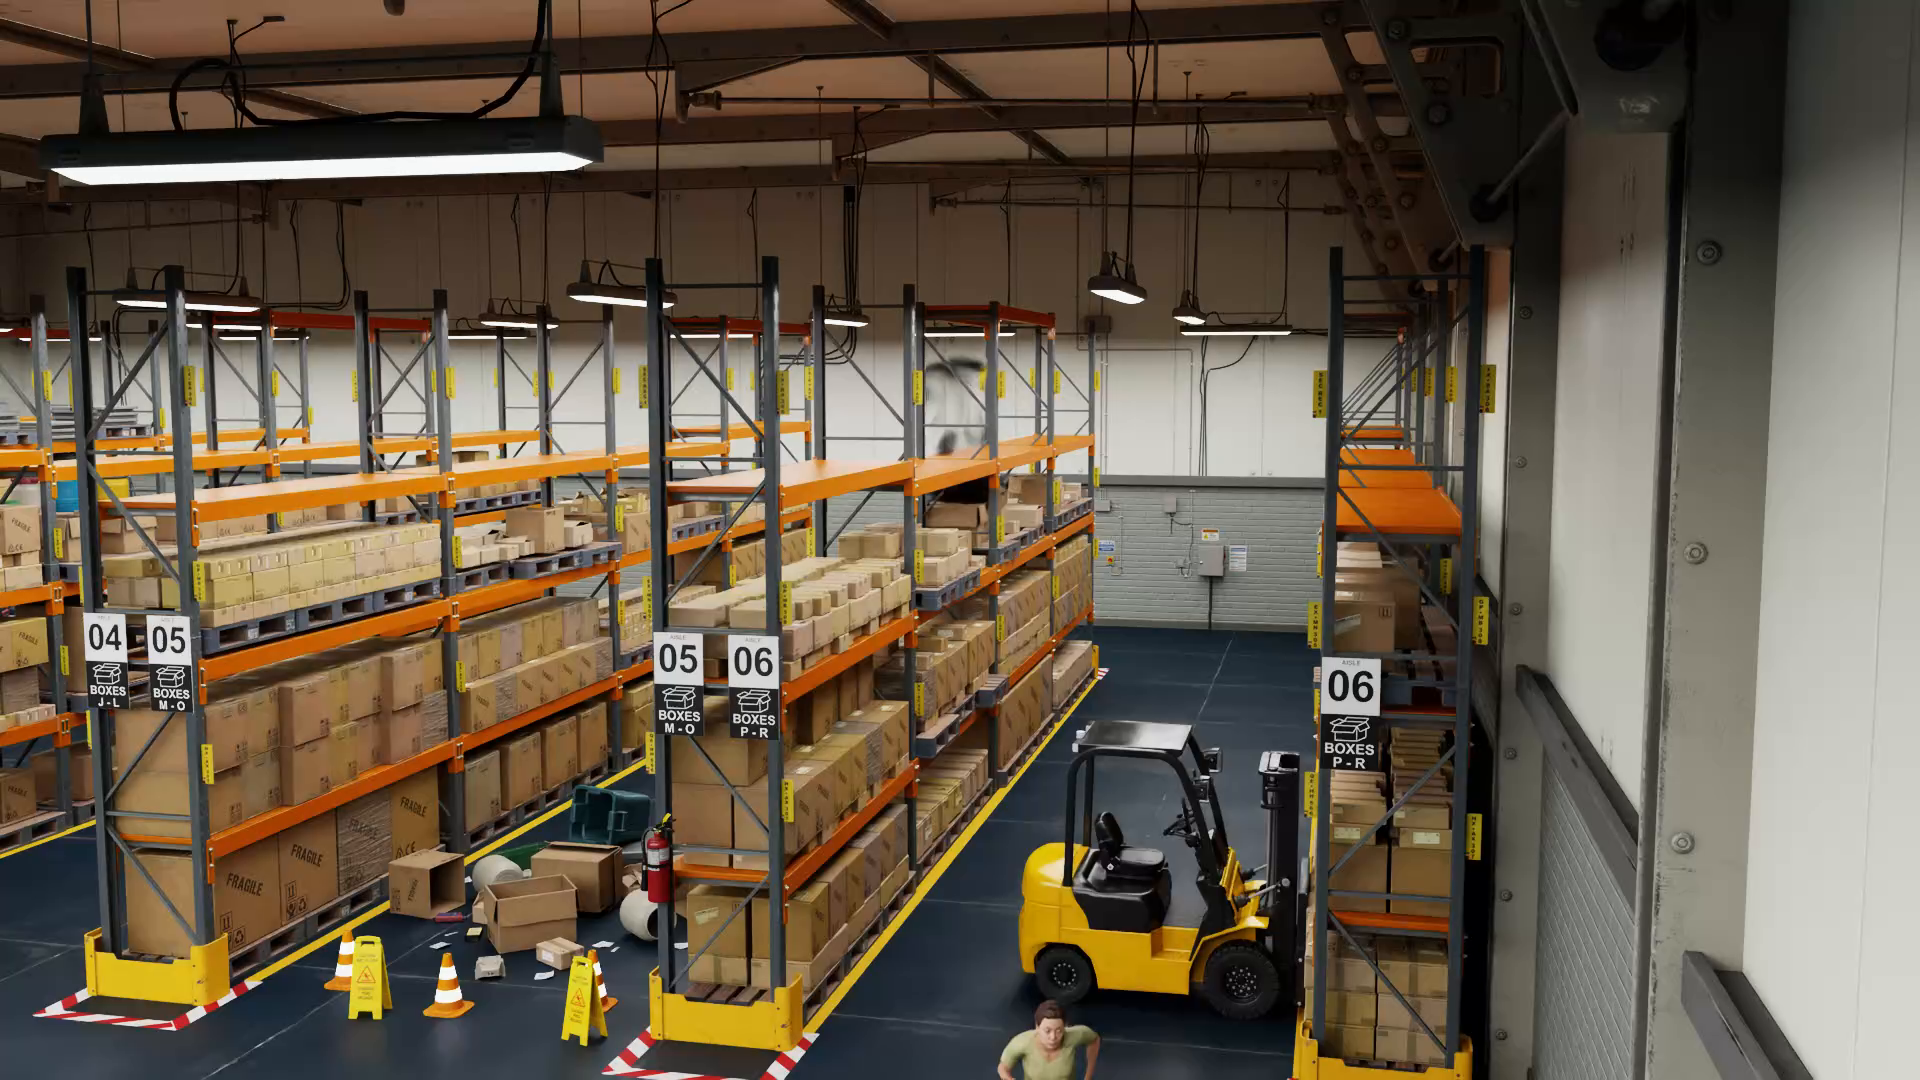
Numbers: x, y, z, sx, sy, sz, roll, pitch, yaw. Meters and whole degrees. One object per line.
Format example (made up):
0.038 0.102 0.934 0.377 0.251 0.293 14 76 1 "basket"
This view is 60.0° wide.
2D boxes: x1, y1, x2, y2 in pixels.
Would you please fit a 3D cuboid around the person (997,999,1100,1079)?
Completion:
0.511 3.396 9.876 0.614 1.625 1.005 -1 6 -6 "person"
